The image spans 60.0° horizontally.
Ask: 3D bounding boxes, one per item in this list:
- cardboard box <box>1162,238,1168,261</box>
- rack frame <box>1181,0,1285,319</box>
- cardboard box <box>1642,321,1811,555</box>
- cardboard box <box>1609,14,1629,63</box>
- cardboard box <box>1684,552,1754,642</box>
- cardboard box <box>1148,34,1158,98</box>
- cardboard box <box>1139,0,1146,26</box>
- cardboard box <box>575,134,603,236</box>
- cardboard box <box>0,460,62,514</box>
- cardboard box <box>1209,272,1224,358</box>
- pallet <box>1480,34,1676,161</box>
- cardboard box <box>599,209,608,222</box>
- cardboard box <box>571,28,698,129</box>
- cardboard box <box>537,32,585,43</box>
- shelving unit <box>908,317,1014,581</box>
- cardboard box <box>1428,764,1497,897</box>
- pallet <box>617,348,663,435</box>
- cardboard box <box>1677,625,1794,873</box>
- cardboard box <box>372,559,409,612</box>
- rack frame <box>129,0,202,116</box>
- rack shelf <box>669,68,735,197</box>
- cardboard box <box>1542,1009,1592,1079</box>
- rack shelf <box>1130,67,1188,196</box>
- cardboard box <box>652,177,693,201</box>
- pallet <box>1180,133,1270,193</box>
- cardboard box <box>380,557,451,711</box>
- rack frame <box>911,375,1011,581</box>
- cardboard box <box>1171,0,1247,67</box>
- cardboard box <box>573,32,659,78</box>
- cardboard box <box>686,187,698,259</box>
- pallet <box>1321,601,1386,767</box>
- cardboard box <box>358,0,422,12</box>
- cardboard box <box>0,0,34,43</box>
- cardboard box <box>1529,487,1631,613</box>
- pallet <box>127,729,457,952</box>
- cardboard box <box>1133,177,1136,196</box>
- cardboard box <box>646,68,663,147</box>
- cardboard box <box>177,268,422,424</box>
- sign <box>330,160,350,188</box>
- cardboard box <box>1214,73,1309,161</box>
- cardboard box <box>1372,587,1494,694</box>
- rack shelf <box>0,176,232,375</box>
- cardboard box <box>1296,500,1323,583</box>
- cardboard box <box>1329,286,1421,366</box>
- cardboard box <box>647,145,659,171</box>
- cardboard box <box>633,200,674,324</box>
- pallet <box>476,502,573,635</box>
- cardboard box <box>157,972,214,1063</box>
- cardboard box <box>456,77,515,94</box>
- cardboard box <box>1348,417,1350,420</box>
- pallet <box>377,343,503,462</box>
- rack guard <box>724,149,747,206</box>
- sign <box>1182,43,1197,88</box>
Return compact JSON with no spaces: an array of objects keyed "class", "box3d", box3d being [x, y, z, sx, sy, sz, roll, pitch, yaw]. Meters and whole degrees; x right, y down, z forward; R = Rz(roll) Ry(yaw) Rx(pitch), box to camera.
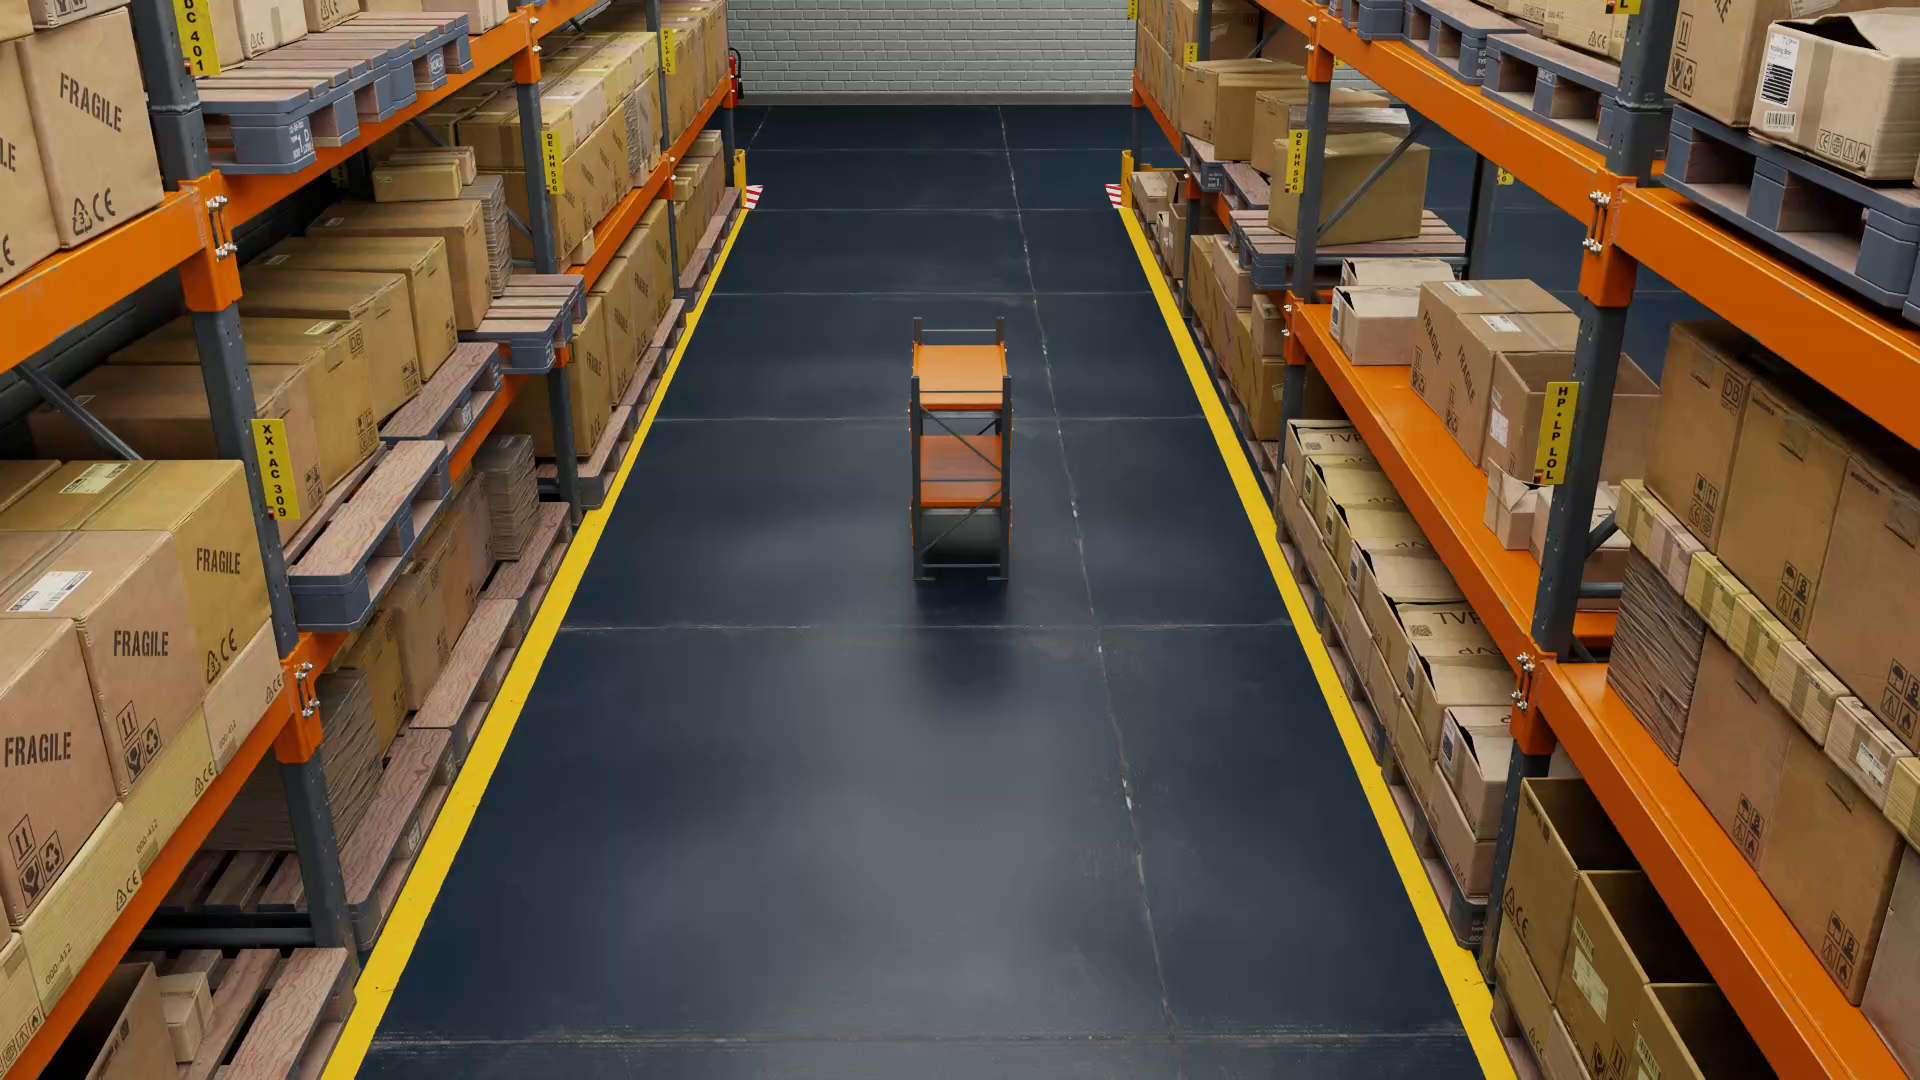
[{"class":"cardboard box","box3d":[1.899,-2.421,13.888,0.380,0.149,0.250,0,24,-1]},{"class":"rack frame","box3d":[2.252,-3.131,12.534,1.000,3.000,0.127,0,24,-1]},{"class":"cardboard box","box3d":[2.351,-0.289,4.553,0.700,0.500,0.500,0,24,0]},{"class":"cardboard box","box3d":[2.343,-1.579,5.133,0.500,0.250,0.500,2,24,5]},{"class":"cardboard box","box3d":[2.156,0.145,4.380,0.380,0.149,0.250,-1,24,-2]},{"class":"cardboard box","box3d":[1.964,-4.222,14.823,0.500,0.500,0.500,0,24,-1]},{"class":"cardboard box","box3d":[1.950,-5.097,15.545,0.500,0.500,0.500,0,24,1]},{"class":"cardboard box","box3d":[-2.403,-2.067,9.673,0.500,0.500,0.500,1,24,1]},{"class":"cardboard box","box3d":[-2.817,0.101,4.634,0.500,0.500,0.500,-1,24,-2]},{"class":"cardboard box","box3d":[2.029,-1.567,11.574,0.500,0.500,0.500,0,24,0]},{"class":"pallet","box3d":[2.317,-1.478,5.470,0.805,0.209,1.217,-1,24,-3]},{"class":"cardboard box","box3d":[-2.457,-2.123,10.584,0.380,0.149,0.250,0,24,0]},{"class":"cardboard box","box3d":[-2.693,-3.769,13.579,0.980,0.700,0.700,-1,24,-2]},{"class":"cardboard box","box3d":[-2.956,-3.449,11.819,0.500,0.250,0.500,0,24,1]},{"class":"shelving unit","box3d":[0.000,-0.515,9.024,0.538,1.125,1.048,0,24,-1]},{"class":"cardboard box","box3d":[2.045,1.057,6.100,0.500,0.250,0.500,0,24,-1]},{"class":"pallet","box3d":[-2.601,-1.016,11.239,1.003,0.211,1.213,0,24,-1]},{"class":"cardboard box","box3d":[2.363,0.520,4.340,0.700,0.500,0.500,-1,24,-1]},{"class":"cardboard box","box3d":[-2.656,0.087,7.008,0.500,0.250,0.500,-1,24,-2]},{"class":"rack frame","box3d":[-2.614,-2.545,3.956,1.000,3.000,0.127,0,24,-1]},{"class":"rack shelf","box3d":[-2.723,-3.604,14.452,1.077,0.370,4.000,0,24,-1]},{"class":"cardboard box","box3d":[2.042,1.625,4.844,0.500,0.250,0.500,0,24,-1]},{"class":"rack shelf","box3d":[2.231,-3.628,14.504,1.077,0.370,4.000,0,24,-1]},{"class":"cardboard box","box3d":[-2.428,-2.906,13.772,0.380,0.149,0.250,1,24,1]},{"class":"pallet","box3d":[2.152,-2.714,11.844,1.003,0.211,1.213,0,24,-1]},{"class":"cardboard box","box3d":[-2.659,0.401,7.223,0.700,0.500,0.500,0,24,0]},{"class":"rack frame","box3d":[0.005,-0.306,8.561,0.500,1.125,0.032,0,24,-1]},{"class":"cardboard box","box3d":[1.980,-4.051,13.232,0.500,0.500,0.500,-1,24,-2]},{"class":"cardboard box","box3d":[-2.440,-3.448,11.818,0.500,0.250,0.500,0,24,1]},{"class":"cardboard box","box3d":[-2.609,-2.676,14.050,0.700,0.500,0.500,0,24,-1]},{"class":"pallet","box3d":[2.276,0.628,7.605,1.003,0.211,1.213,0,24,-1]},{"class":"cardboard box","box3d":[-2.736,-2.348,7.011,0.797,0.503,0.637,3,25,7]},{"class":"cardboard box","box3d":[-2.320,-1.256,3.388,0.500,0.500,0.500,1,24,2]},{"class":"cardboard box","box3d":[2.291,0.031,5.724,0.500,0.250,0.500,1,24,3]},{"class":"pallet","box3d":[-2.624,1.139,6.476,1.003,0.211,1.213,0,24,-1]},{"class":"cardboard box","box3d":[1.872,-3.412,16.059,0.380,0.166,0.250,0,24,-1]},{"class":"cardboard box","box3d":[-2.444,-3.109,11.977,0.500,0.500,0.500,-1,24,-1]},{"class":"cardboard box","box3d":[-2.622,-0.769,6.654,0.700,0.500,0.500,3,25,7]},{"class":"sign","box3d":[-3.212,-1.983,8.590,0.100,0.325,0.005,0,24,-1]},{"class":"cardboard box","box3d":[2.105,-2.889,11.367,0.700,0.500,0.500,4,25,8]},{"class":"cardboard box","box3d":[2.034,0.385,6.904,0.500,0.311,0.500,0,24,-1]},{"class":"rack shelf","box3d":[-2.592,-0.026,2.900,1.077,0.370,4.000,0,24,-1]},{"class":"cardboard box","box3d":[2.015,0.003,8.432,0.500,0.250,0.500,-1,24,-2]},{"class":"cardboard box","box3d":[2.112,-1.073,8.091,0.500,0.311,0.500,-1,24,-1]},{"class":"cardboard box","box3d":[-2.388,-2.760,11.994,0.380,0.149,0.250,0,24,0]},{"class":"cardboard box","box3d":[-2.564,-2.052,12.247,0.750,0.750,0.750,0,24,0]},{"class":"pallet","box3d":[-2.650,0.133,8.699,1.003,0.211,1.213,0,24,-1]},{"class":"cardboard box","box3d":[-2.578,1.500,5.199,0.380,0.166,0.250,-3,25,-7]},{"class":"cardboard box","box3d":[-2.926,-2.602,9.946,0.500,0.250,0.500,-1,24,-2]},{"class":"cardboard box","box3d":[2.577,-0.734,9.731,0.500,0.500,0.500,1,24,2]},{"class":"pallet","box3d":[-2.595,-0.556,7.073,1.003,0.211,1.213,0,24,-1]},{"class":"rack guard","box3d":[-2.745,-3.627,16.663,1.175,0.500,0.348,0,24,-1]},{"class":"sign","box3d":[1.710,-3.520,12.343,0.100,0.325,0.005,0,24,-1]}]
